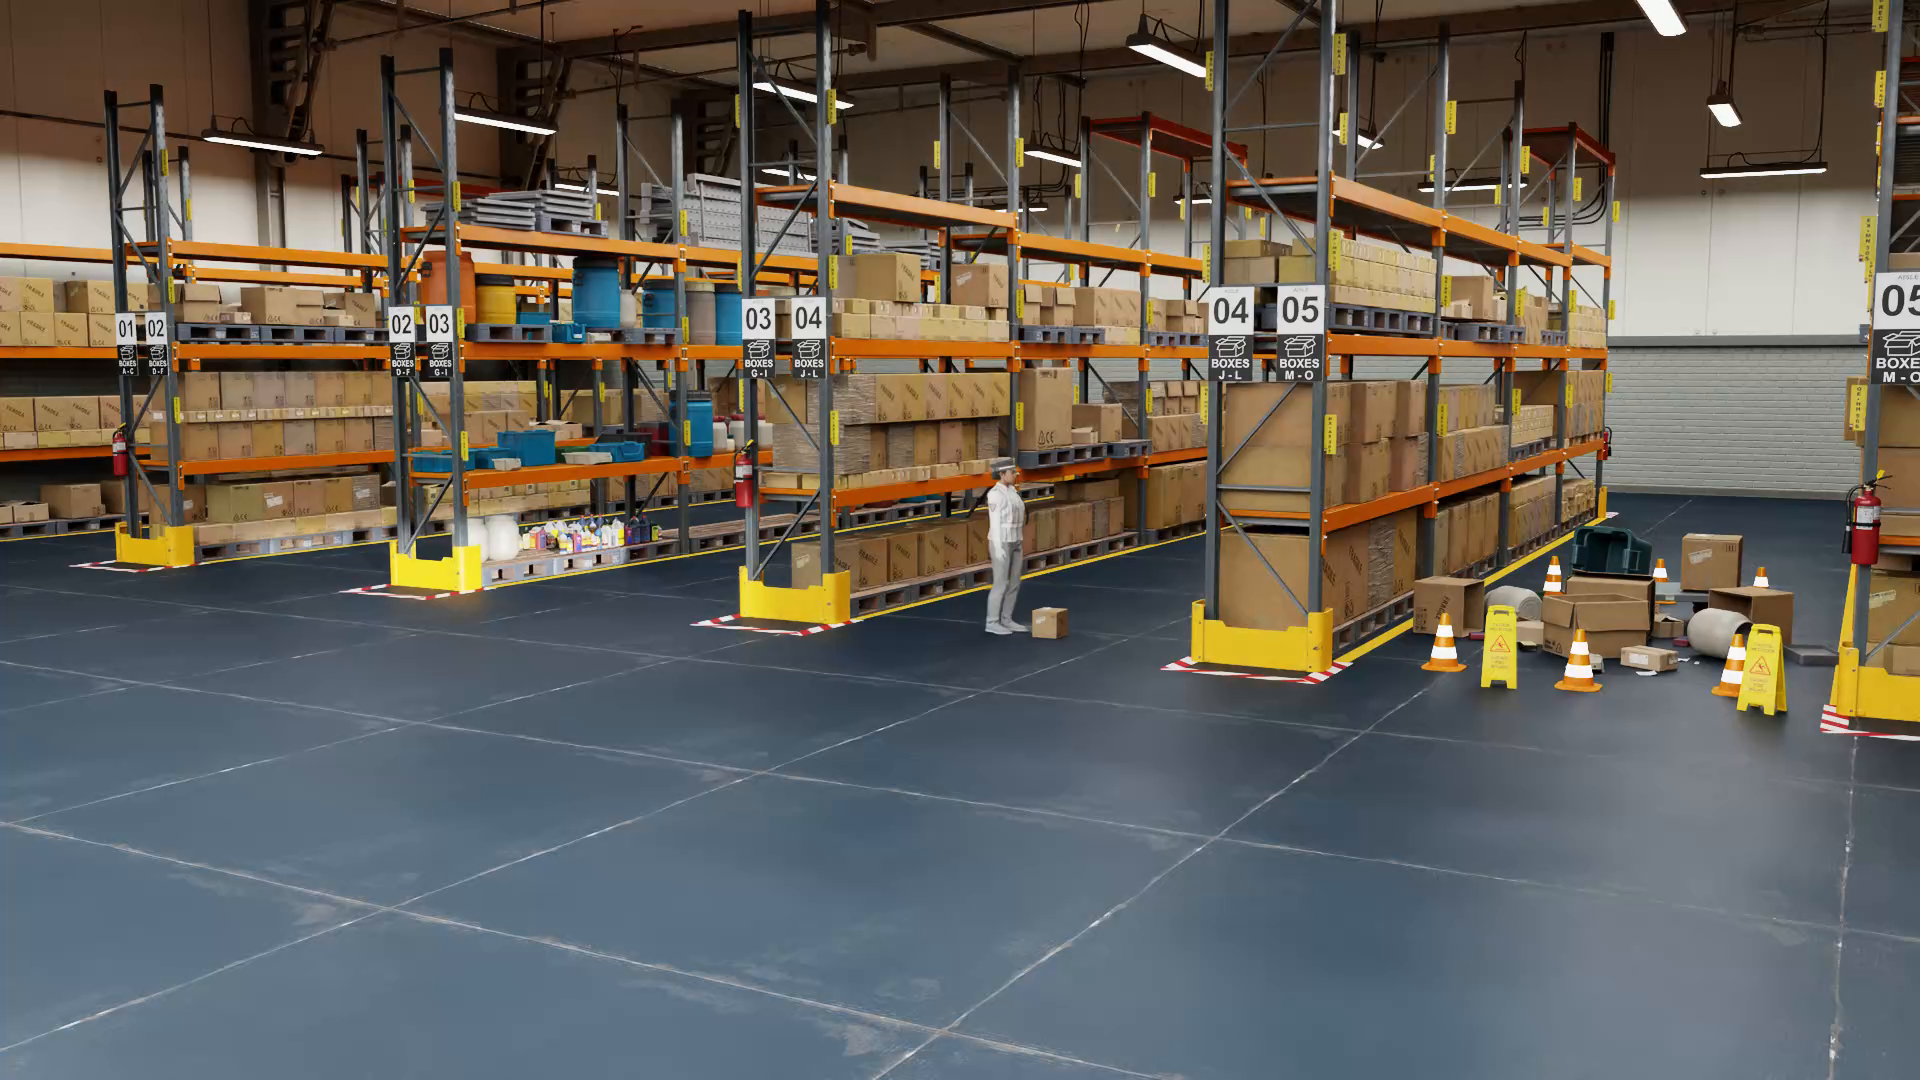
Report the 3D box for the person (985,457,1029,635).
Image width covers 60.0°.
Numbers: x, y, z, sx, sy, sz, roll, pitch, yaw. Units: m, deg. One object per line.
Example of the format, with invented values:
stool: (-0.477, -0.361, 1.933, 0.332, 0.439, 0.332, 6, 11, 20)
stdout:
person: (0.448, 0.049, 15.843, 0.340, 1.681, 0.466, 3, 7, 30)
